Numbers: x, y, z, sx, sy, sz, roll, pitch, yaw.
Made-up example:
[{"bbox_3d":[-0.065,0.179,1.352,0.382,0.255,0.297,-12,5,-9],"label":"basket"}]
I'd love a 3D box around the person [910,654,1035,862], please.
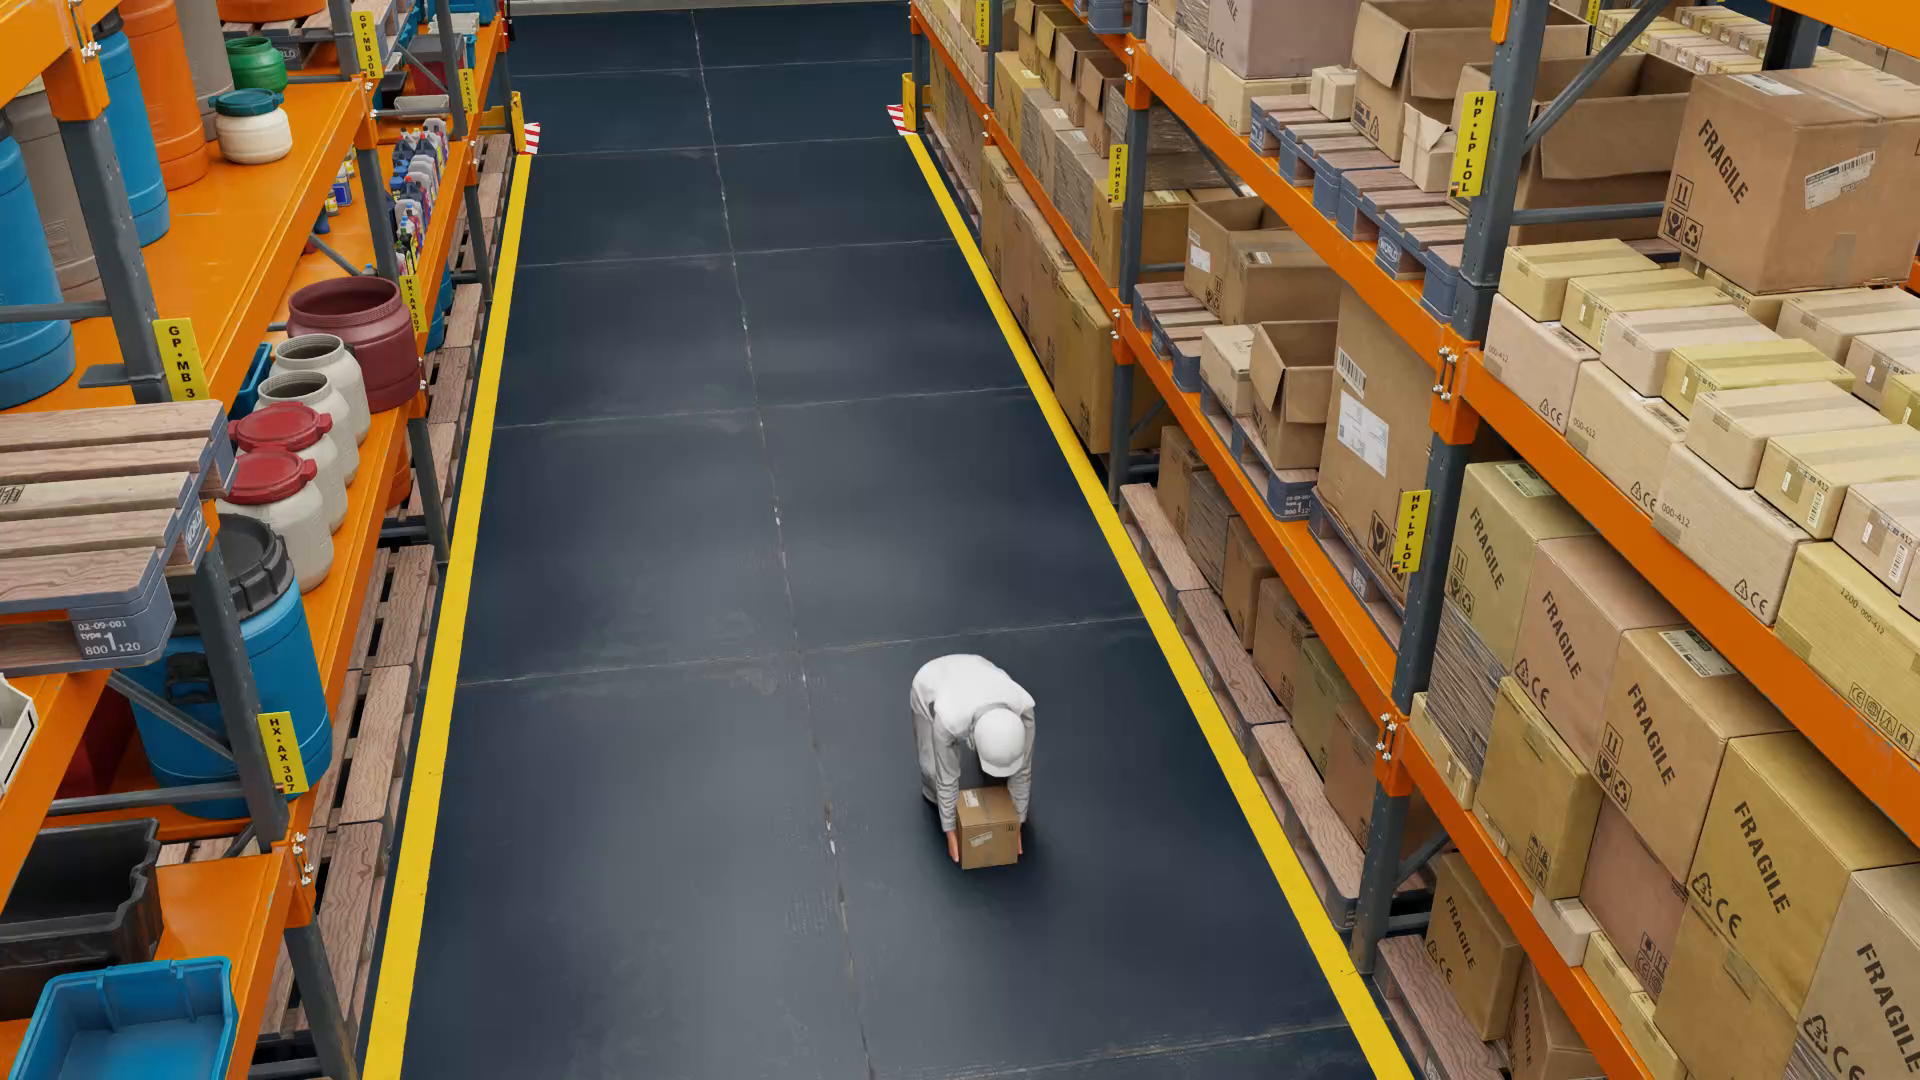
[{"bbox_3d":[0.065,0.945,7.566,0.526,0.870,0.957,-6,31,-9],"label":"person"}]
